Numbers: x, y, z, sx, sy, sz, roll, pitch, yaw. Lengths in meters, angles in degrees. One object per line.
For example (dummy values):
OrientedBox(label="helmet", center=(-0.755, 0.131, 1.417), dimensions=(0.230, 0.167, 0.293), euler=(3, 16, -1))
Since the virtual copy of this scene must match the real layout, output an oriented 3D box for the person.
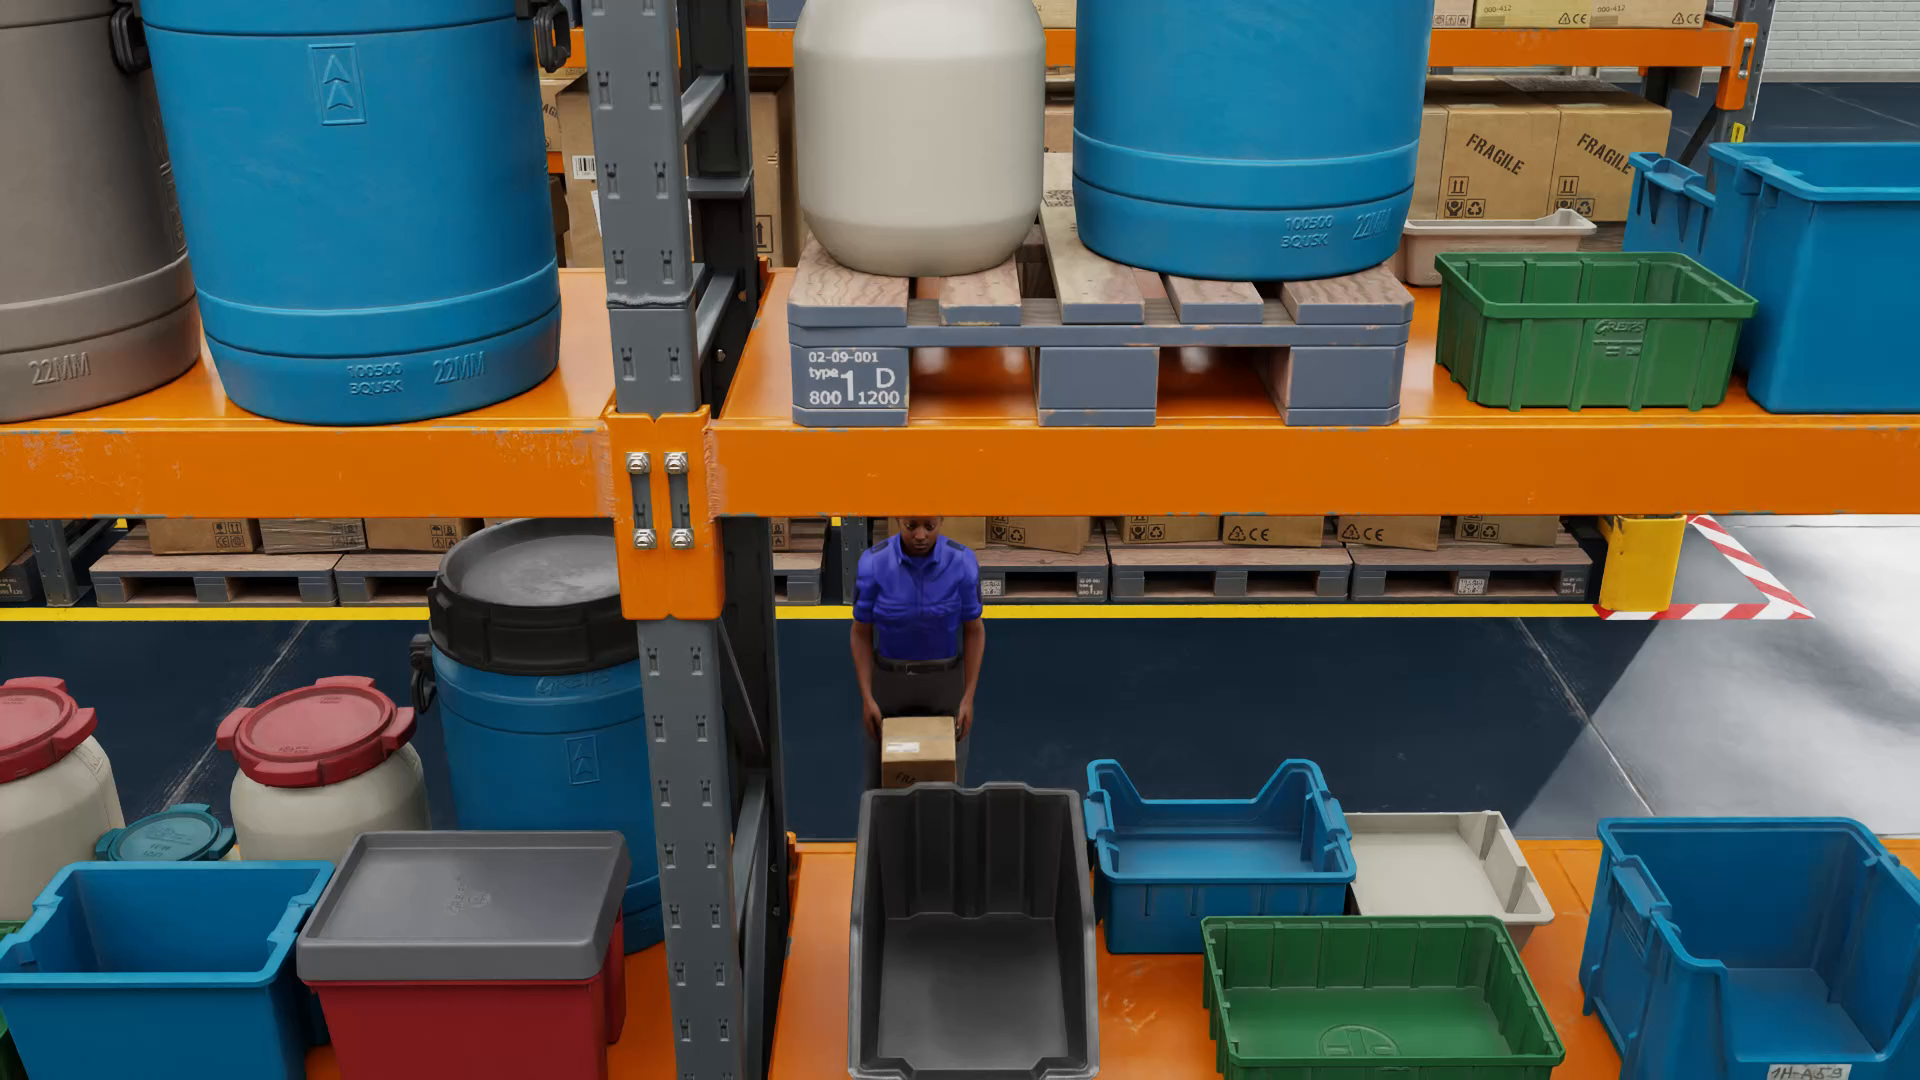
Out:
OrientedBox(label="person", center=(-0.150, 0.562, 5.854), dimensions=(0.486, 1.662, 0.398), euler=(-1, 24, -2))
